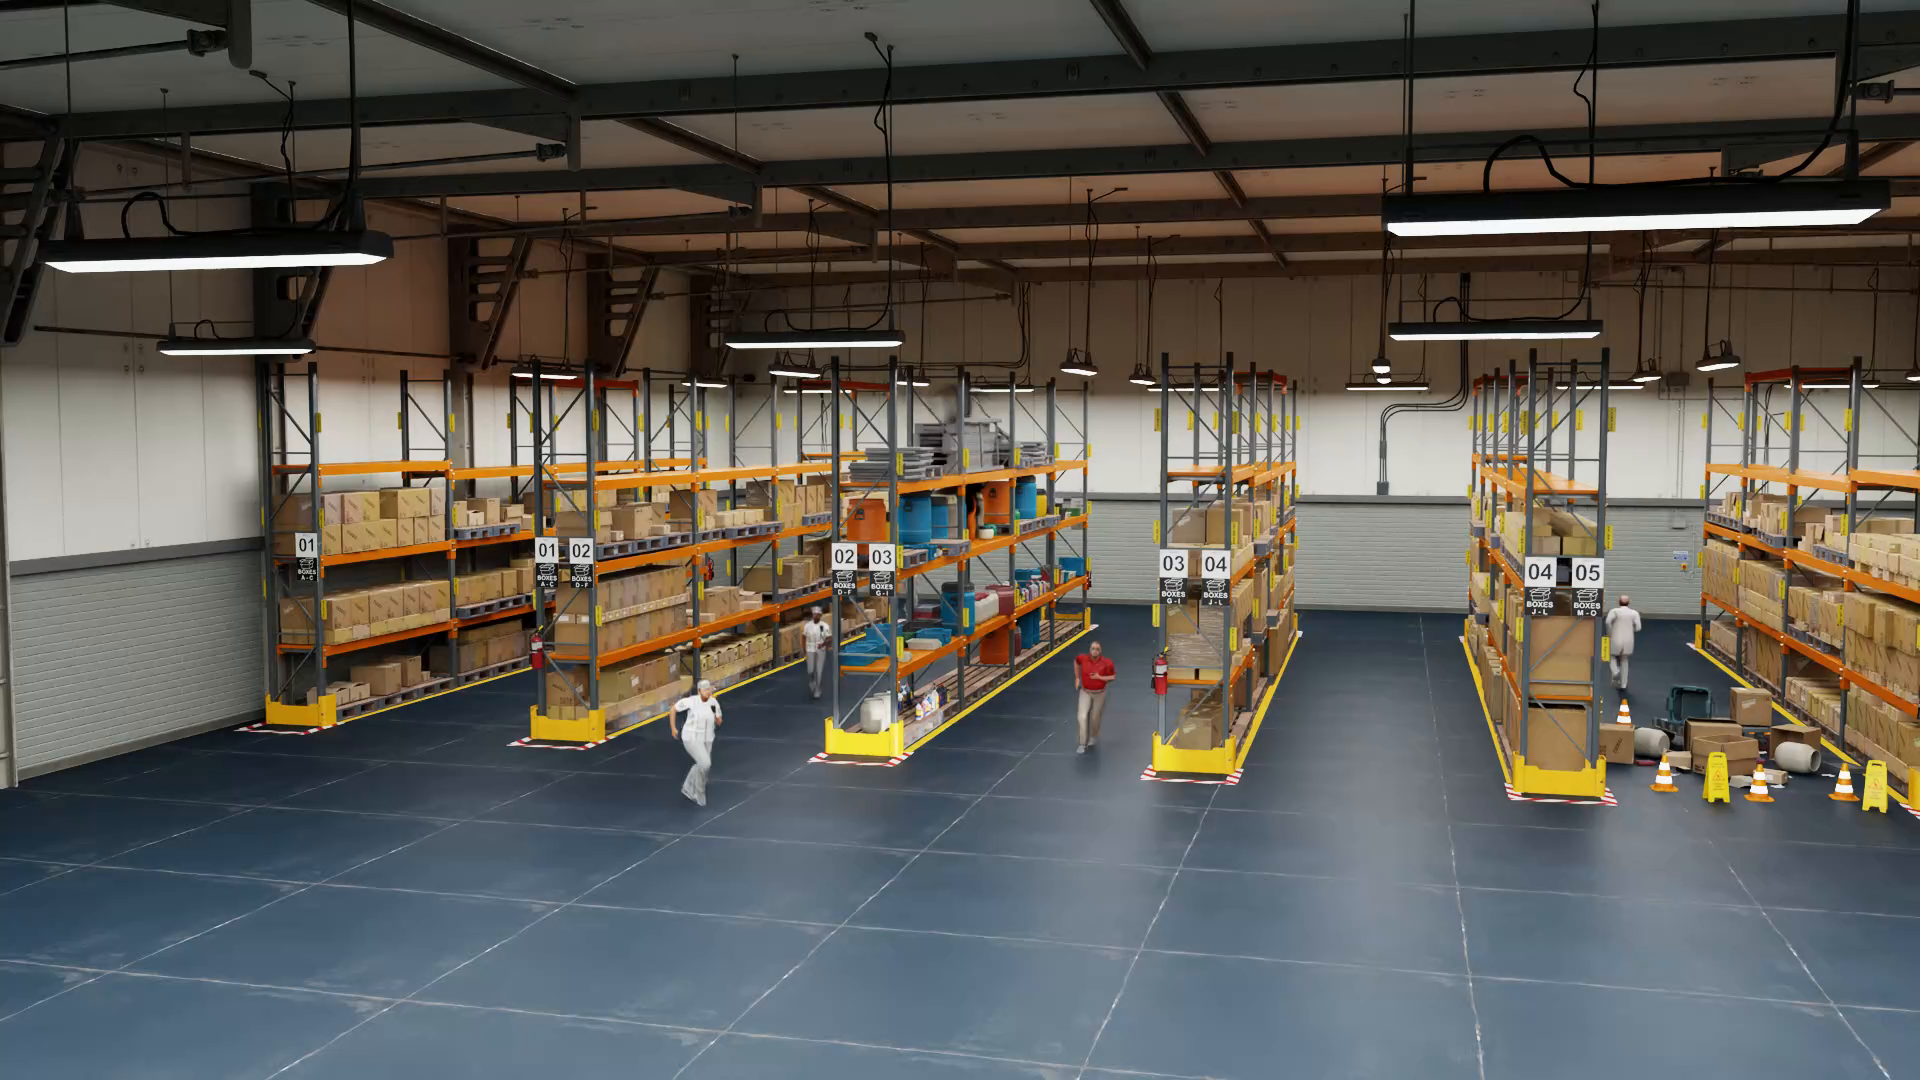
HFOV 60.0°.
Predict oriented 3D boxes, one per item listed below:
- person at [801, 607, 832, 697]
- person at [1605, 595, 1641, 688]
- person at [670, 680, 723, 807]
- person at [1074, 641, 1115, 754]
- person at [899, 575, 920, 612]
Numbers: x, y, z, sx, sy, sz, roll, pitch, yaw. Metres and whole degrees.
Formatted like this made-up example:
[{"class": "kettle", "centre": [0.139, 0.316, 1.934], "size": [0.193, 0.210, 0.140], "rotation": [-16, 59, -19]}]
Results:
[{"class": "person", "centre": [-2.634, 2.043, 30.381], "size": [0.570, 1.661, 0.553], "rotation": [0, 4, 1]}, {"class": "person", "centre": [12.479, 1.917, 31.403], "size": [0.681, 1.765, 0.719], "rotation": [1, 4, 11]}, {"class": "person", "centre": [-3.427, 2.646, 21.794], "size": [0.630, 1.662, 0.796], "rotation": [-4, 5, -42]}, {"class": "person", "centre": [2.044, 2.414, 25.338], "size": [0.652, 1.793, 0.845], "rotation": [1, 4, 10]}, {"class": "person", "centre": [-1.272, 1.227, 42.414], "size": [0.869, 1.561, 0.601], "rotation": [3, 5, 41]}]
